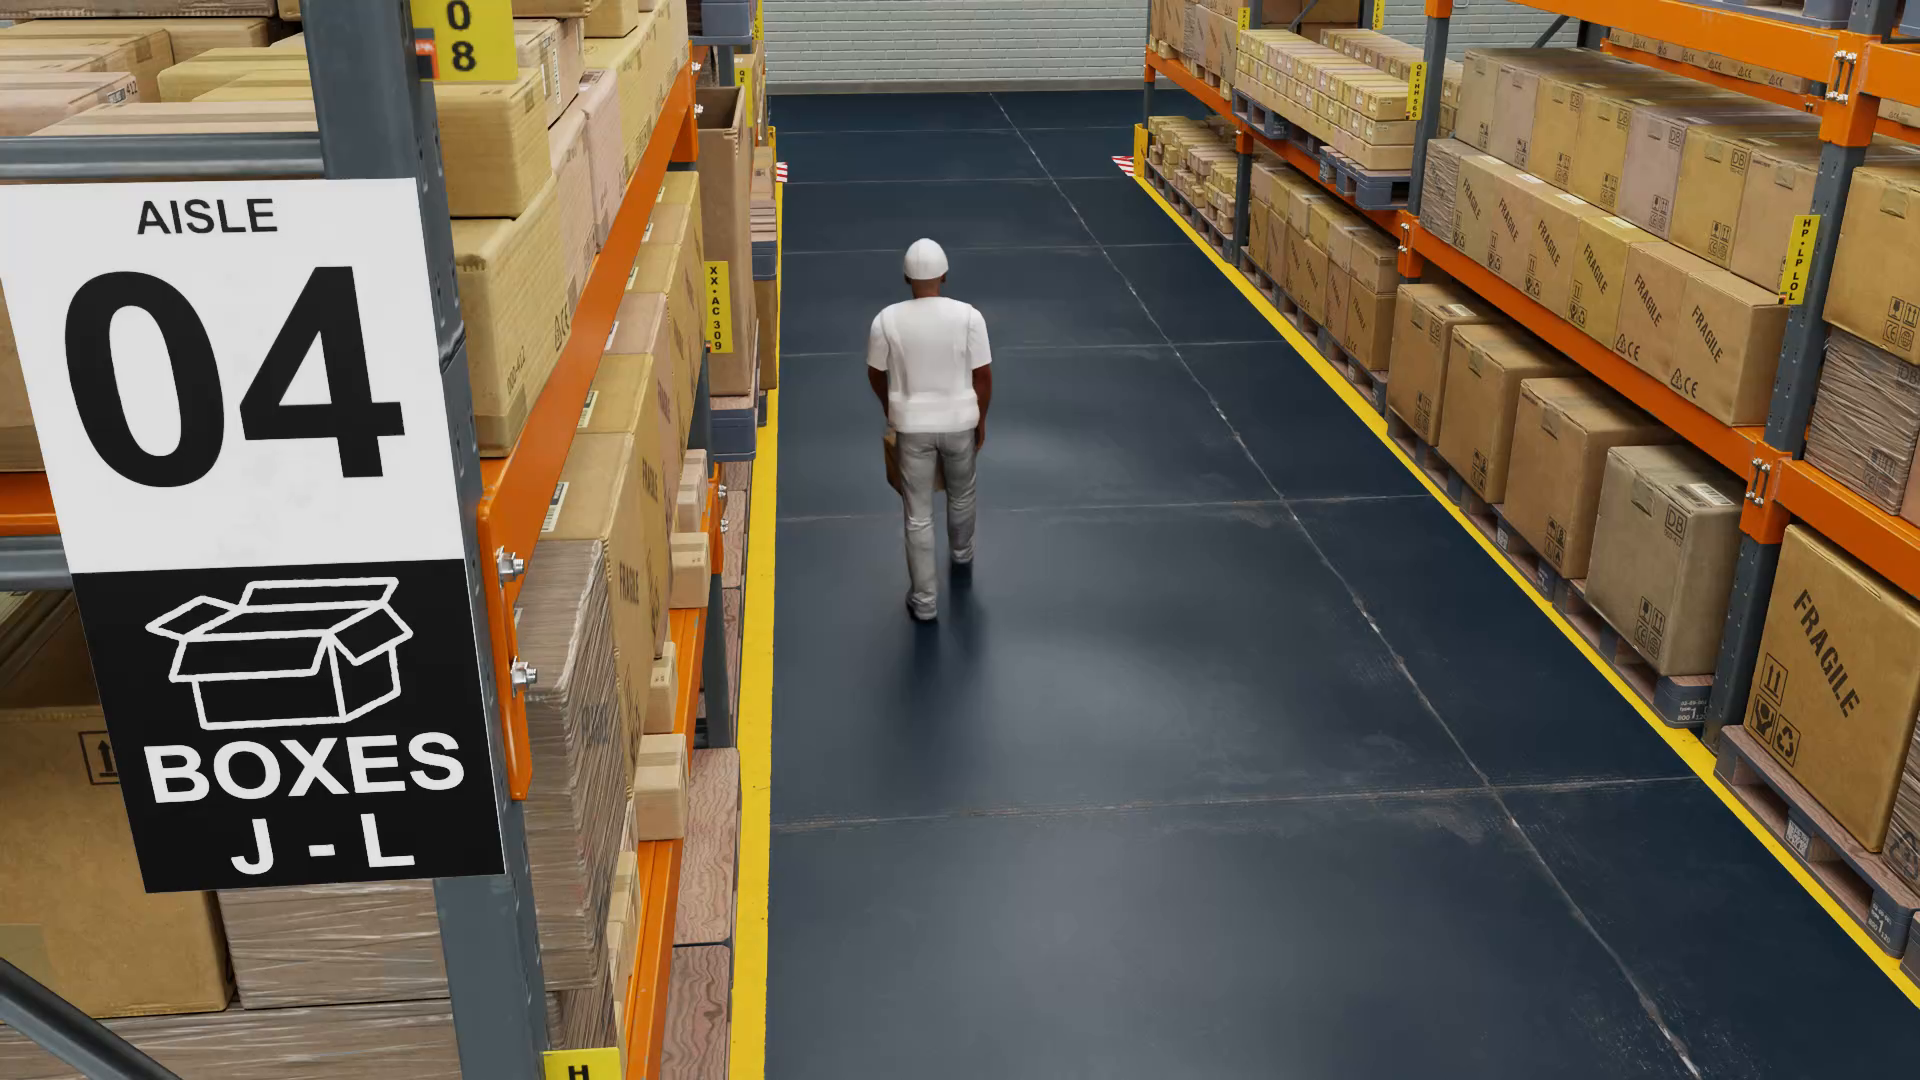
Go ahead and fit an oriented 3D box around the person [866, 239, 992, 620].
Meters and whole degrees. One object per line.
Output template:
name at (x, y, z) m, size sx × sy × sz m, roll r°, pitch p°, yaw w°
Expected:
person at (-0.148, -0.589, 7.912) m, size 0.582 × 1.727 × 0.921 m, roll -2°, pitch 24°, yaw -3°
